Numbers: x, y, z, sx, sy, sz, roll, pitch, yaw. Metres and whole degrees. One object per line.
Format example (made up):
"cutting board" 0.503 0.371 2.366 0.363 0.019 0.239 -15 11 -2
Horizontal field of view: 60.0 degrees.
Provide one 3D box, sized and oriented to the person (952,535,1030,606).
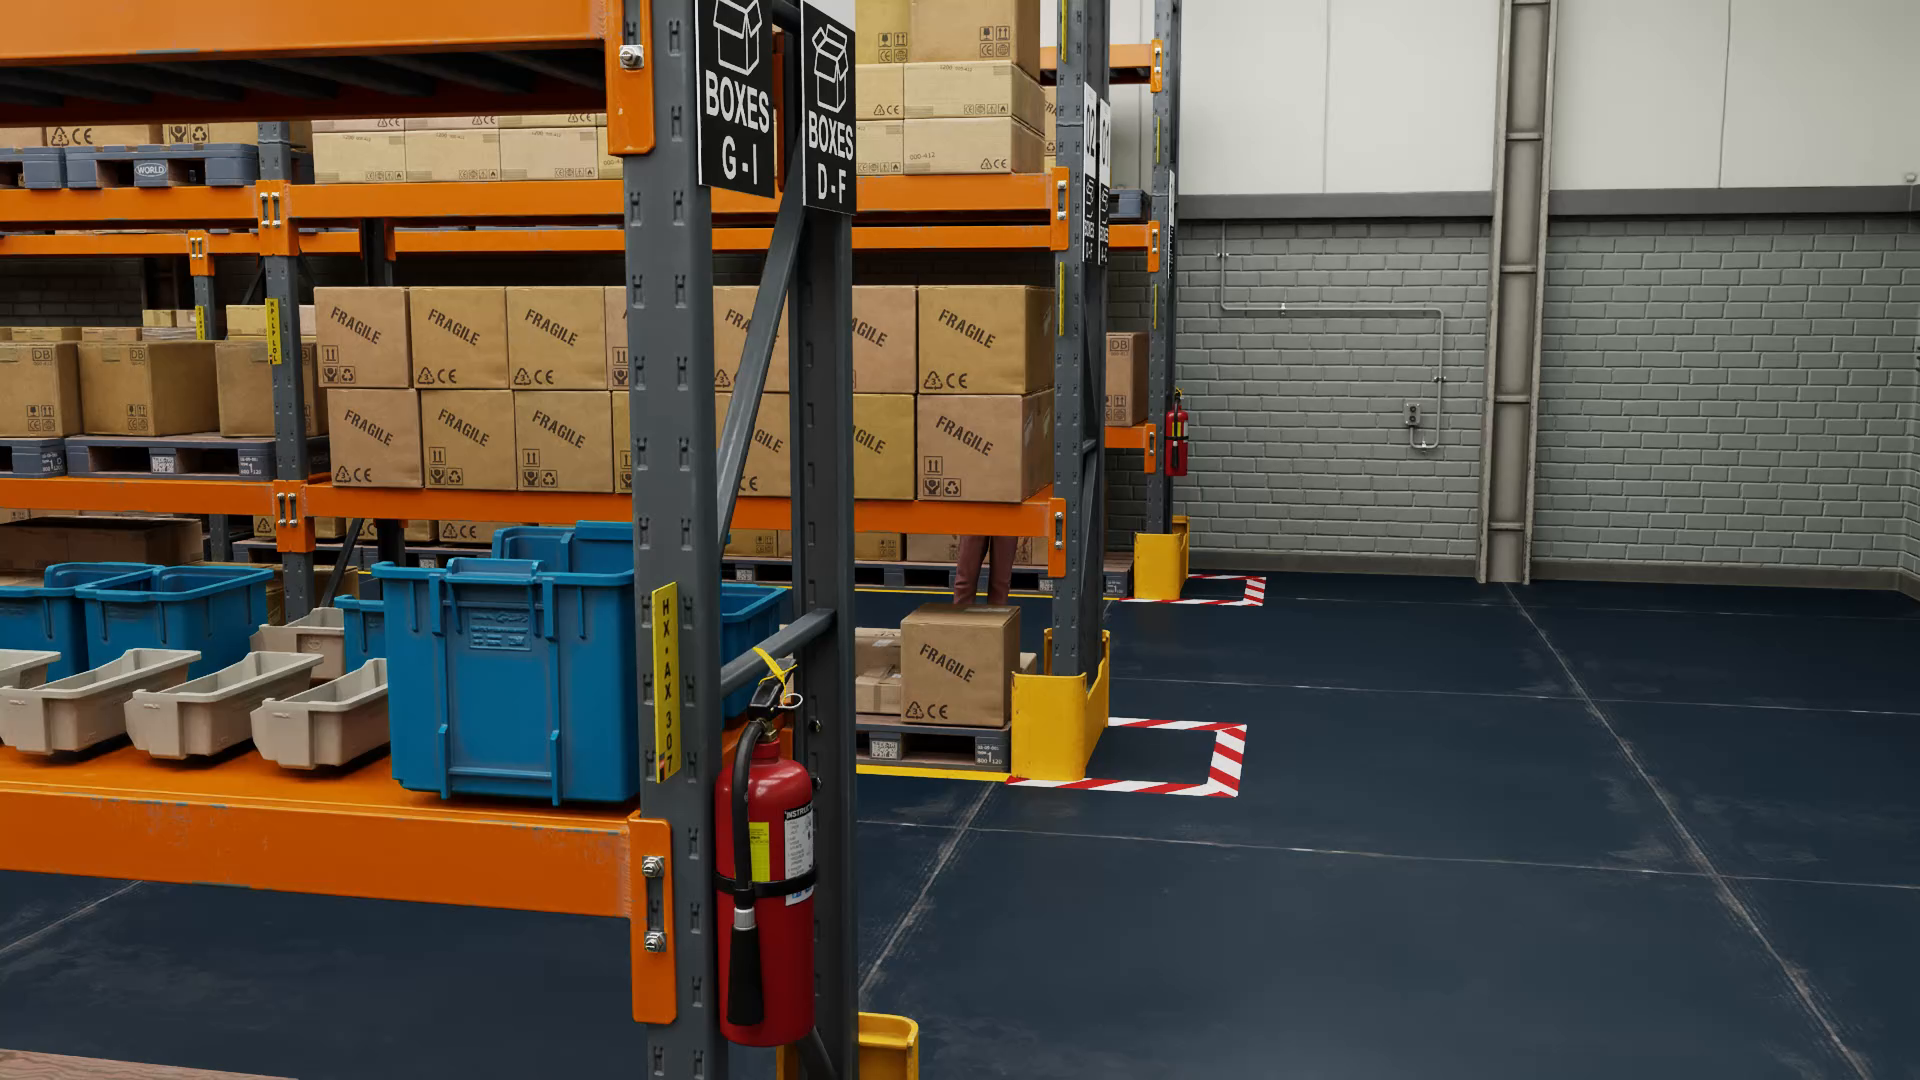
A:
"person" 0.177 -0.080 10.326 0.555 1.676 0.549 2 8 11
